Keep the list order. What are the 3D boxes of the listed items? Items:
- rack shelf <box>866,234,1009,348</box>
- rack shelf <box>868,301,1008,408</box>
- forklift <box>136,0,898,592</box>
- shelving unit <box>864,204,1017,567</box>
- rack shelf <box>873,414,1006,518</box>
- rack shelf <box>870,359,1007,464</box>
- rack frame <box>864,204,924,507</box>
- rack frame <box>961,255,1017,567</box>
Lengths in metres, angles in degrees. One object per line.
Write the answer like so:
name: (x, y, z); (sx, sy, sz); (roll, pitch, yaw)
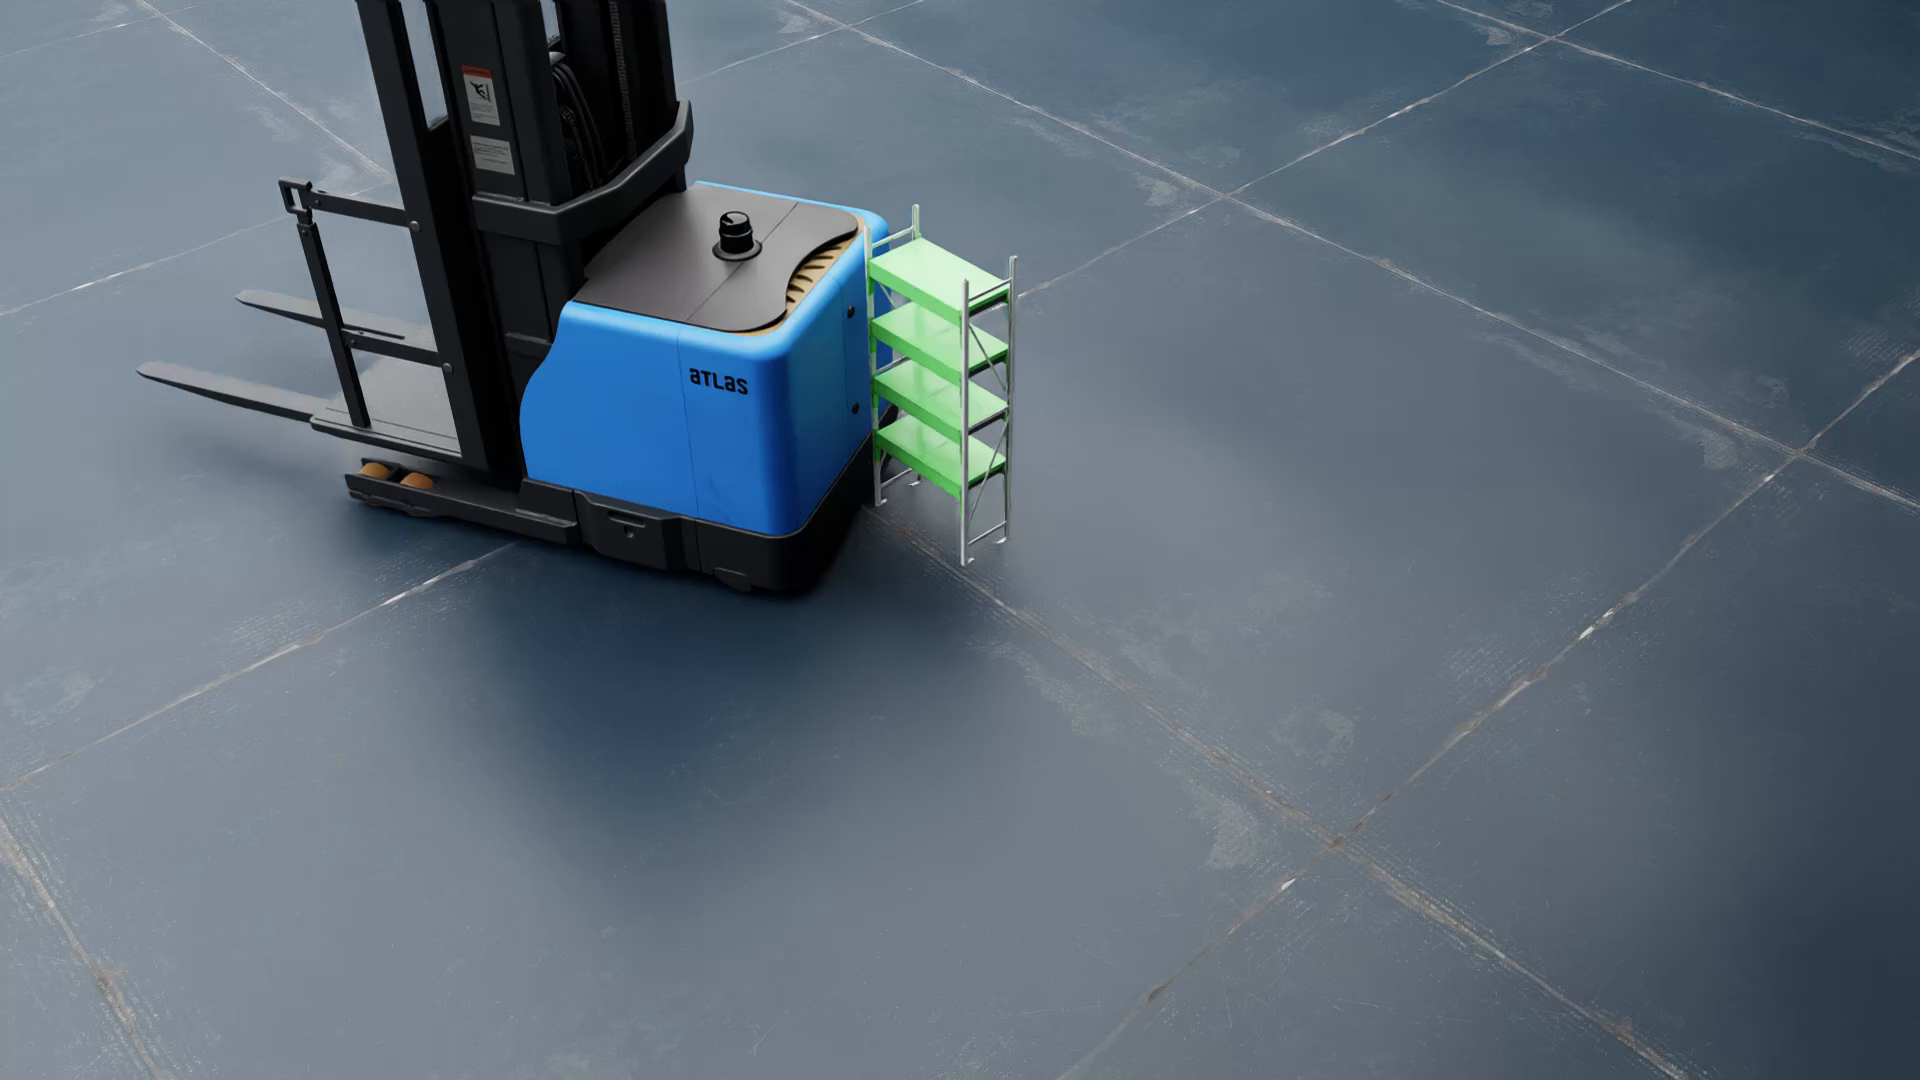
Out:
rack shelf: (-0.069, -0.858, 5.696); (0.258, 0.148, 0.480); (-30, 48, -32)
rack shelf: (-0.069, -0.672, 5.846); (0.258, 0.148, 0.480); (-30, 48, -32)
forklift: (-1.814, -1.524, 5.804); (3.031, 2.935, 1.130); (13, 41, 16)
shelving unit: (-0.069, -0.535, 5.957); (0.258, 1.200, 0.503); (-30, 48, -32)
rack shelf: (-0.069, -0.298, 6.148); (0.258, 0.148, 0.480); (-30, 48, -32)
rack shelf: (-0.069, -0.485, 5.997); (0.258, 0.148, 0.480); (-30, 48, -32)
rack frame: (-0.235, -0.647, 6.096); (0.240, 1.200, 0.015); (-30, 48, -32)
rack frame: (0.097, -0.422, 5.818); (0.240, 1.200, 0.015); (-30, 48, -32)
